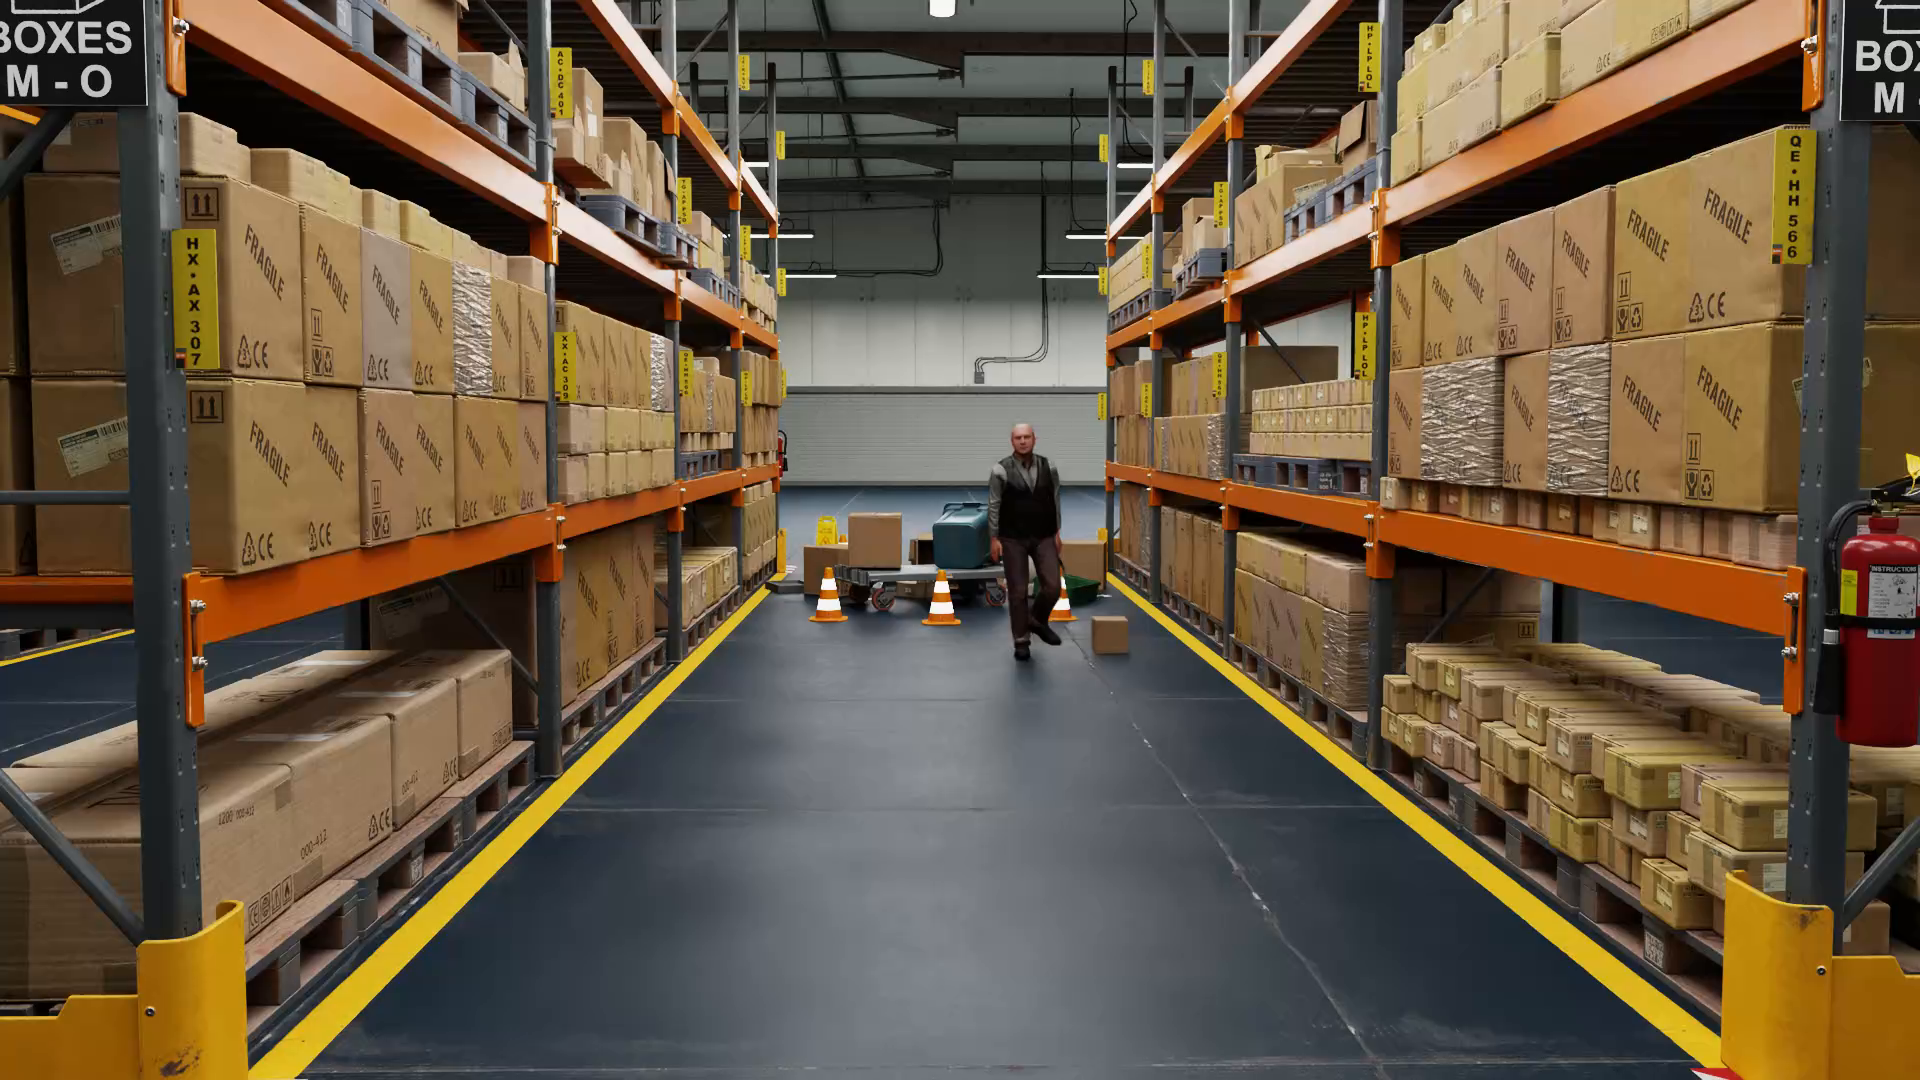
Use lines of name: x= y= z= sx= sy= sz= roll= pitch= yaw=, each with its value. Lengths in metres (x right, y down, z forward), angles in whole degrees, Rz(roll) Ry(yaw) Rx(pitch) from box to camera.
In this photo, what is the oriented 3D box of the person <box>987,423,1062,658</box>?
person: x=0.480 y=0.004 z=12.212 sx=0.583 sy=1.715 sz=0.474 roll=-1 pitch=4 yaw=-10
